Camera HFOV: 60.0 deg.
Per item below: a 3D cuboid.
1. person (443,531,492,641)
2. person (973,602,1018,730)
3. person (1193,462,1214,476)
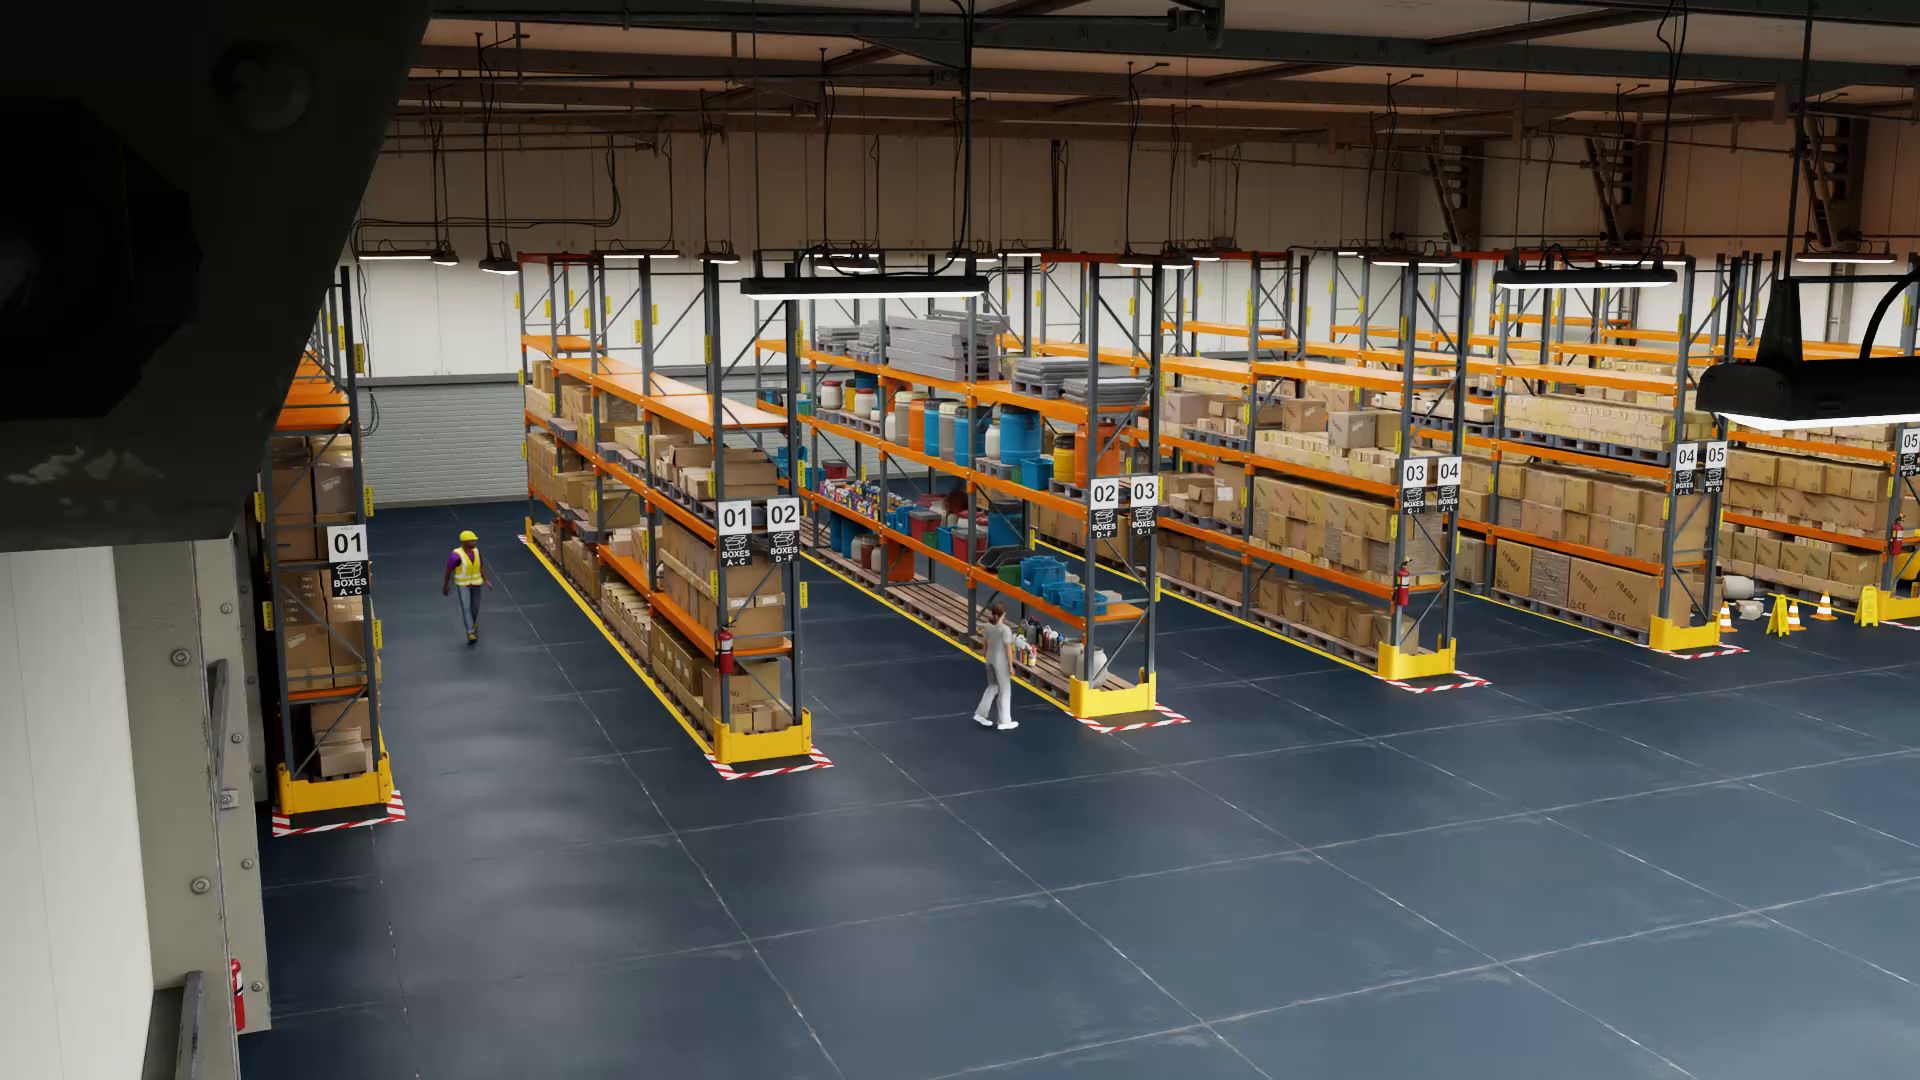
[{"bbox_3d":[-7.838,0.706,26.447,0.760,1.722,1.080,-5,12,-27],"label":"person"},{"bbox_3d":[0.492,1.635,21.556,0.500,1.666,0.510,-8,13,-38],"label":"person"},{"bbox_3d":[6.132,-2.180,42.307,0.733,1.632,0.465,-7,13,-34],"label":"person"}]
